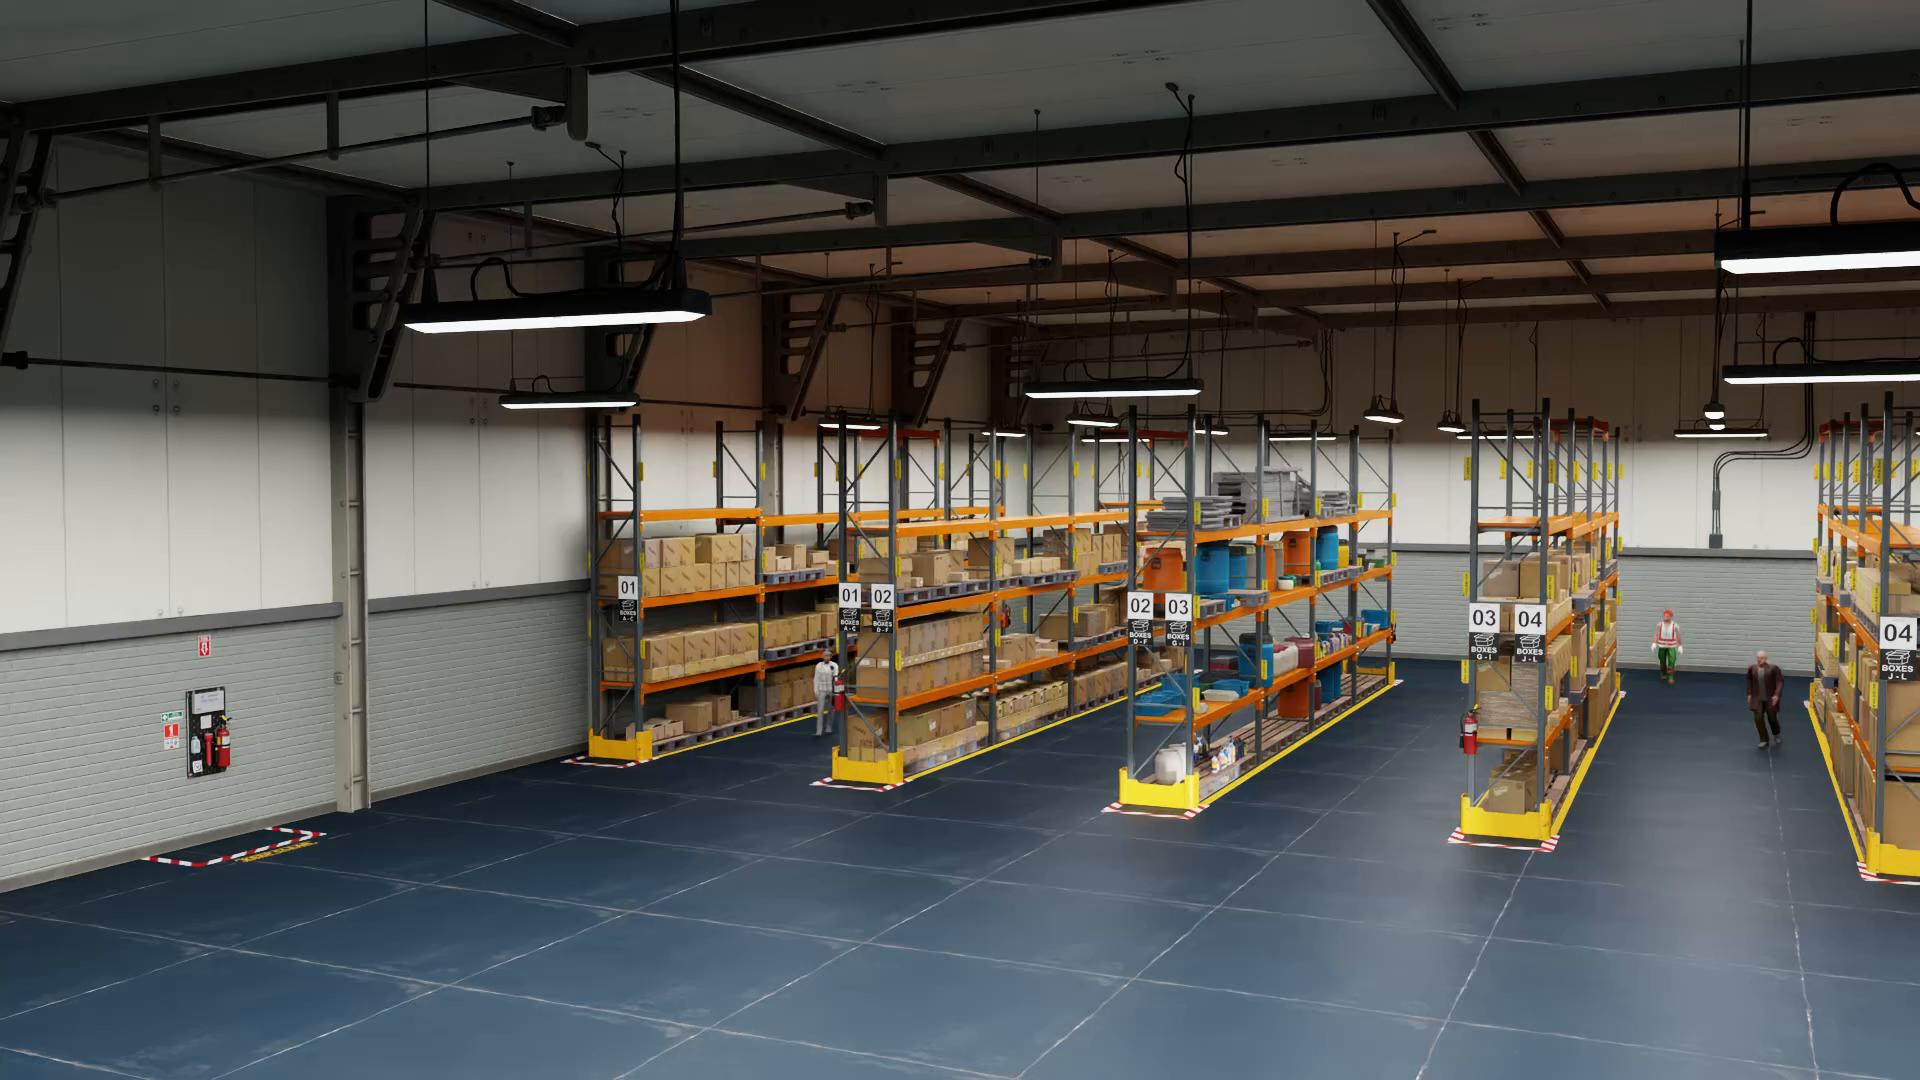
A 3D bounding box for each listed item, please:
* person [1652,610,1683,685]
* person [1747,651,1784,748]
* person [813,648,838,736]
[{"bbox_3d":[16.668,2.511,39.185,0.681,1.731,1.098,1,3,21],"label":"person"},{"bbox_3d":[14.701,2.886,30.321,0.641,1.754,0.750,2,3,39],"label":"person"},{"bbox_3d":[-2.519,2.868,31.458,0.521,1.647,0.911,0,2,-10],"label":"person"}]
